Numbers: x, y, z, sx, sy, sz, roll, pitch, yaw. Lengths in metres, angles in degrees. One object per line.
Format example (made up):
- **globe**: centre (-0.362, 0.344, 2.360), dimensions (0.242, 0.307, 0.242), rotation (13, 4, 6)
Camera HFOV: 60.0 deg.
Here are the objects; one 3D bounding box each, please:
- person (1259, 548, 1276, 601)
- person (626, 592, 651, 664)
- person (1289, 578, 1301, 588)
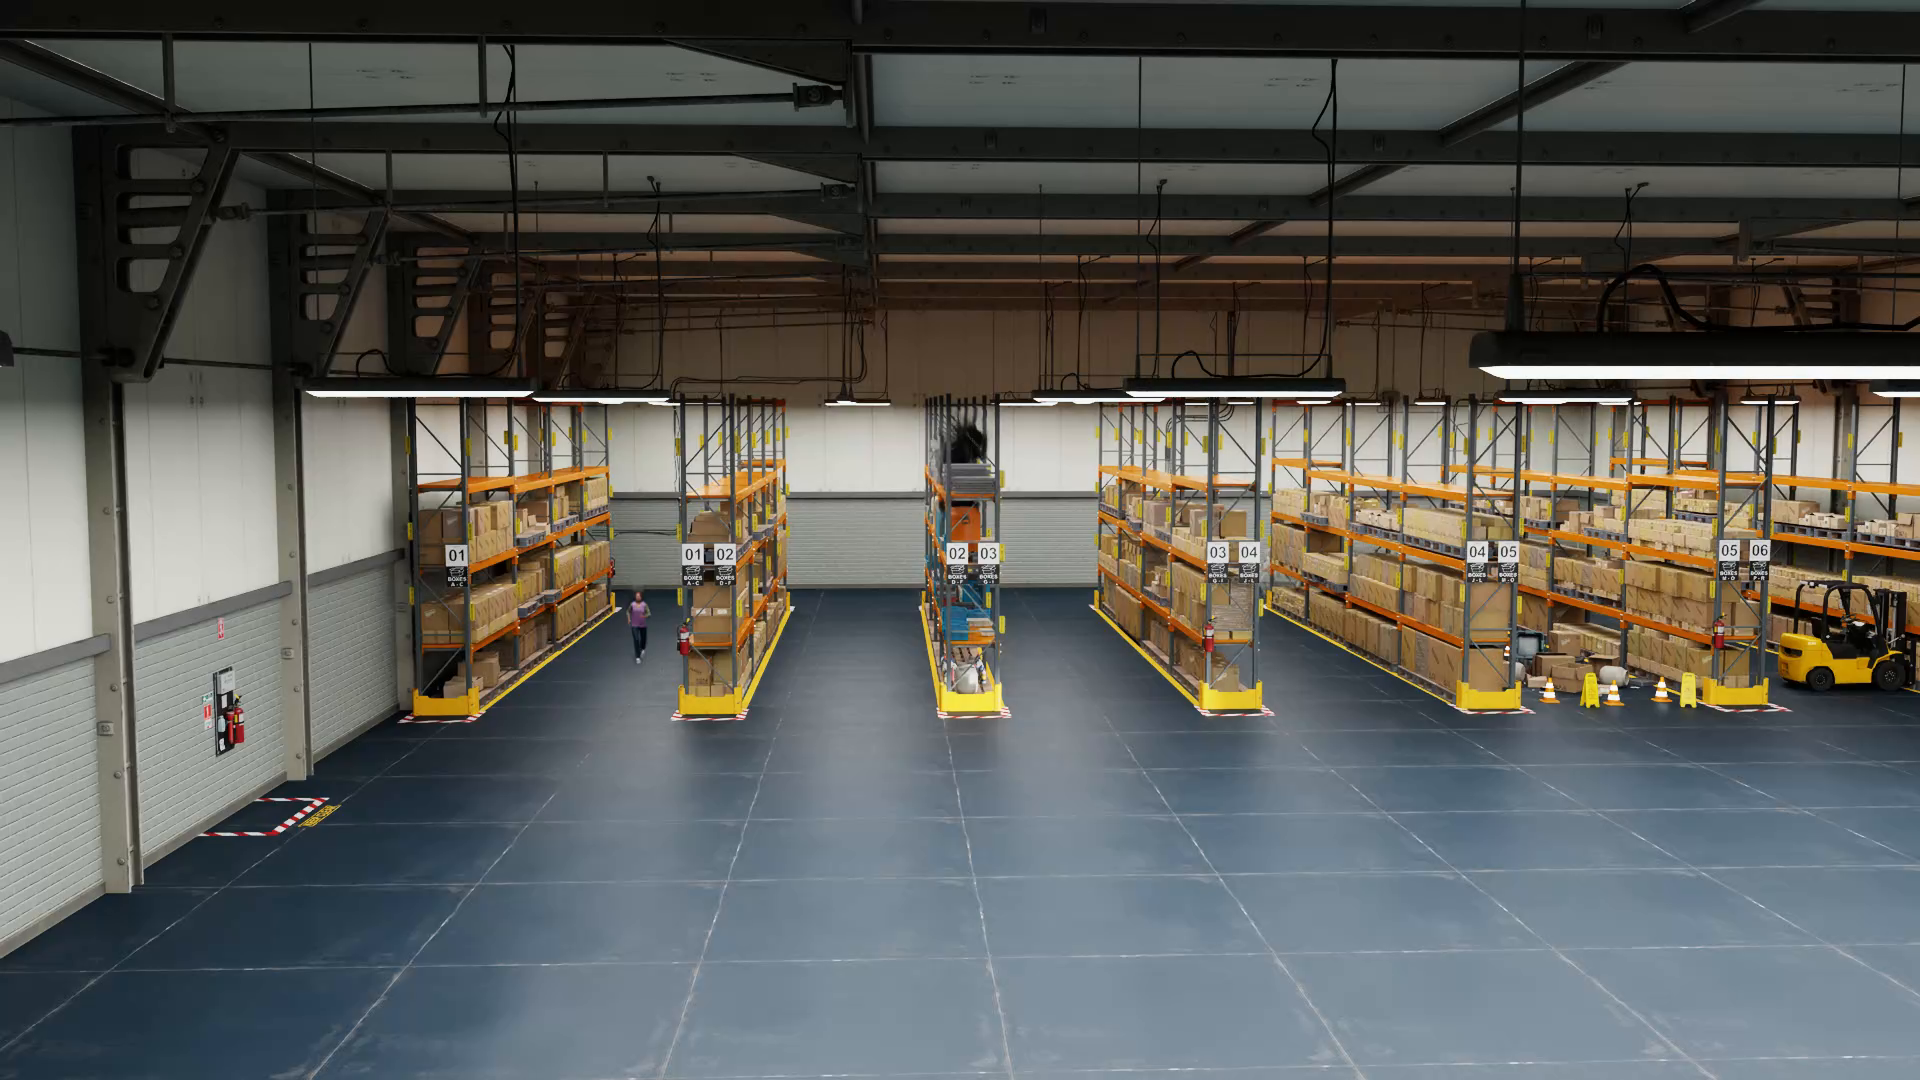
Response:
- **person**: centre (9.142, 1.053, 49.127), dimensions (0.642, 1.642, 0.663), rotation (1, 5, 7)
- **person**: centre (-7.247, 1.953, 37.522), dimensions (0.543, 1.576, 0.877), rotation (-1, 5, -12)
- **person**: centre (9.957, 1.045, 48.830), dimensions (0.698, 1.644, 0.588), rotation (-1, 5, -8)
